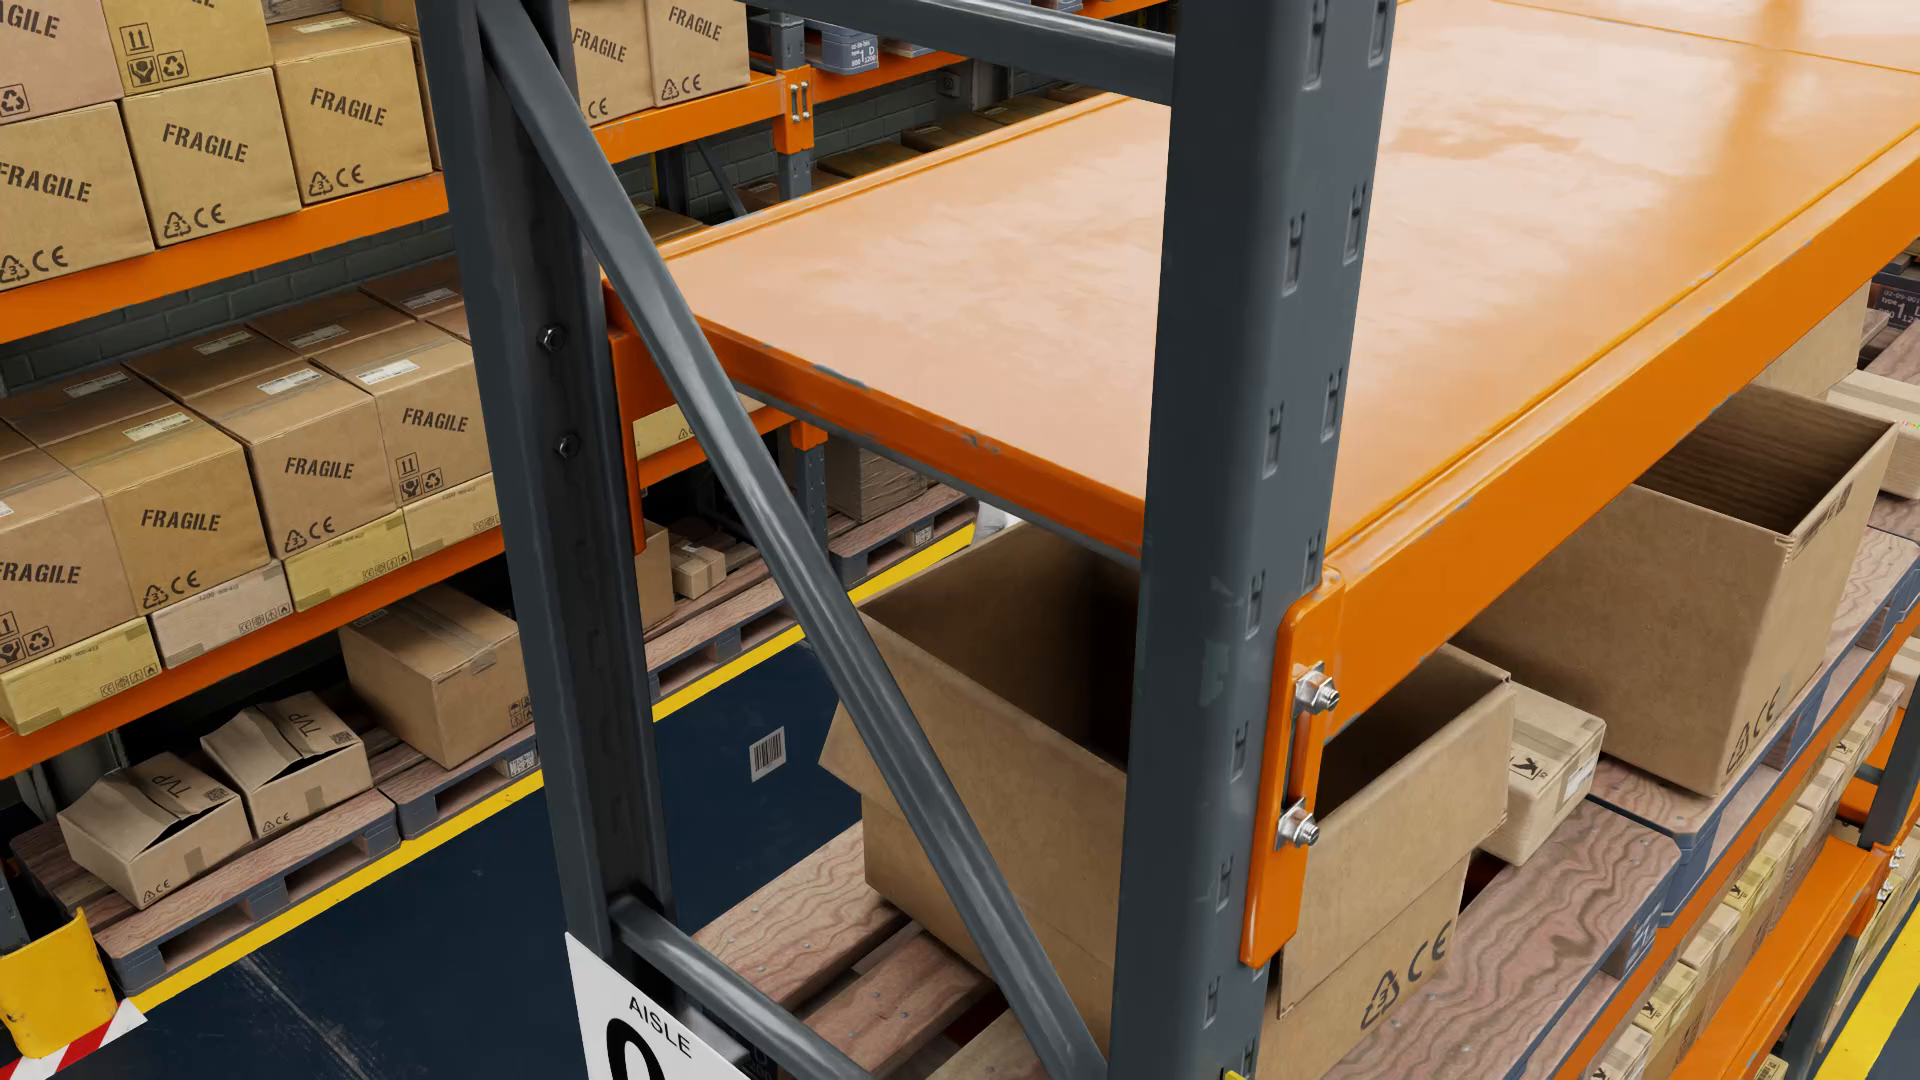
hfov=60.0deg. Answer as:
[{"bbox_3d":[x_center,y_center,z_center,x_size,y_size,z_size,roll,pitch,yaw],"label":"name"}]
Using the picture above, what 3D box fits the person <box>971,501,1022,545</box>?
[{"bbox_3d":[0.375,0.384,6.965,0.591,1.762,0.713,-12,33,-19],"label":"person"}]
